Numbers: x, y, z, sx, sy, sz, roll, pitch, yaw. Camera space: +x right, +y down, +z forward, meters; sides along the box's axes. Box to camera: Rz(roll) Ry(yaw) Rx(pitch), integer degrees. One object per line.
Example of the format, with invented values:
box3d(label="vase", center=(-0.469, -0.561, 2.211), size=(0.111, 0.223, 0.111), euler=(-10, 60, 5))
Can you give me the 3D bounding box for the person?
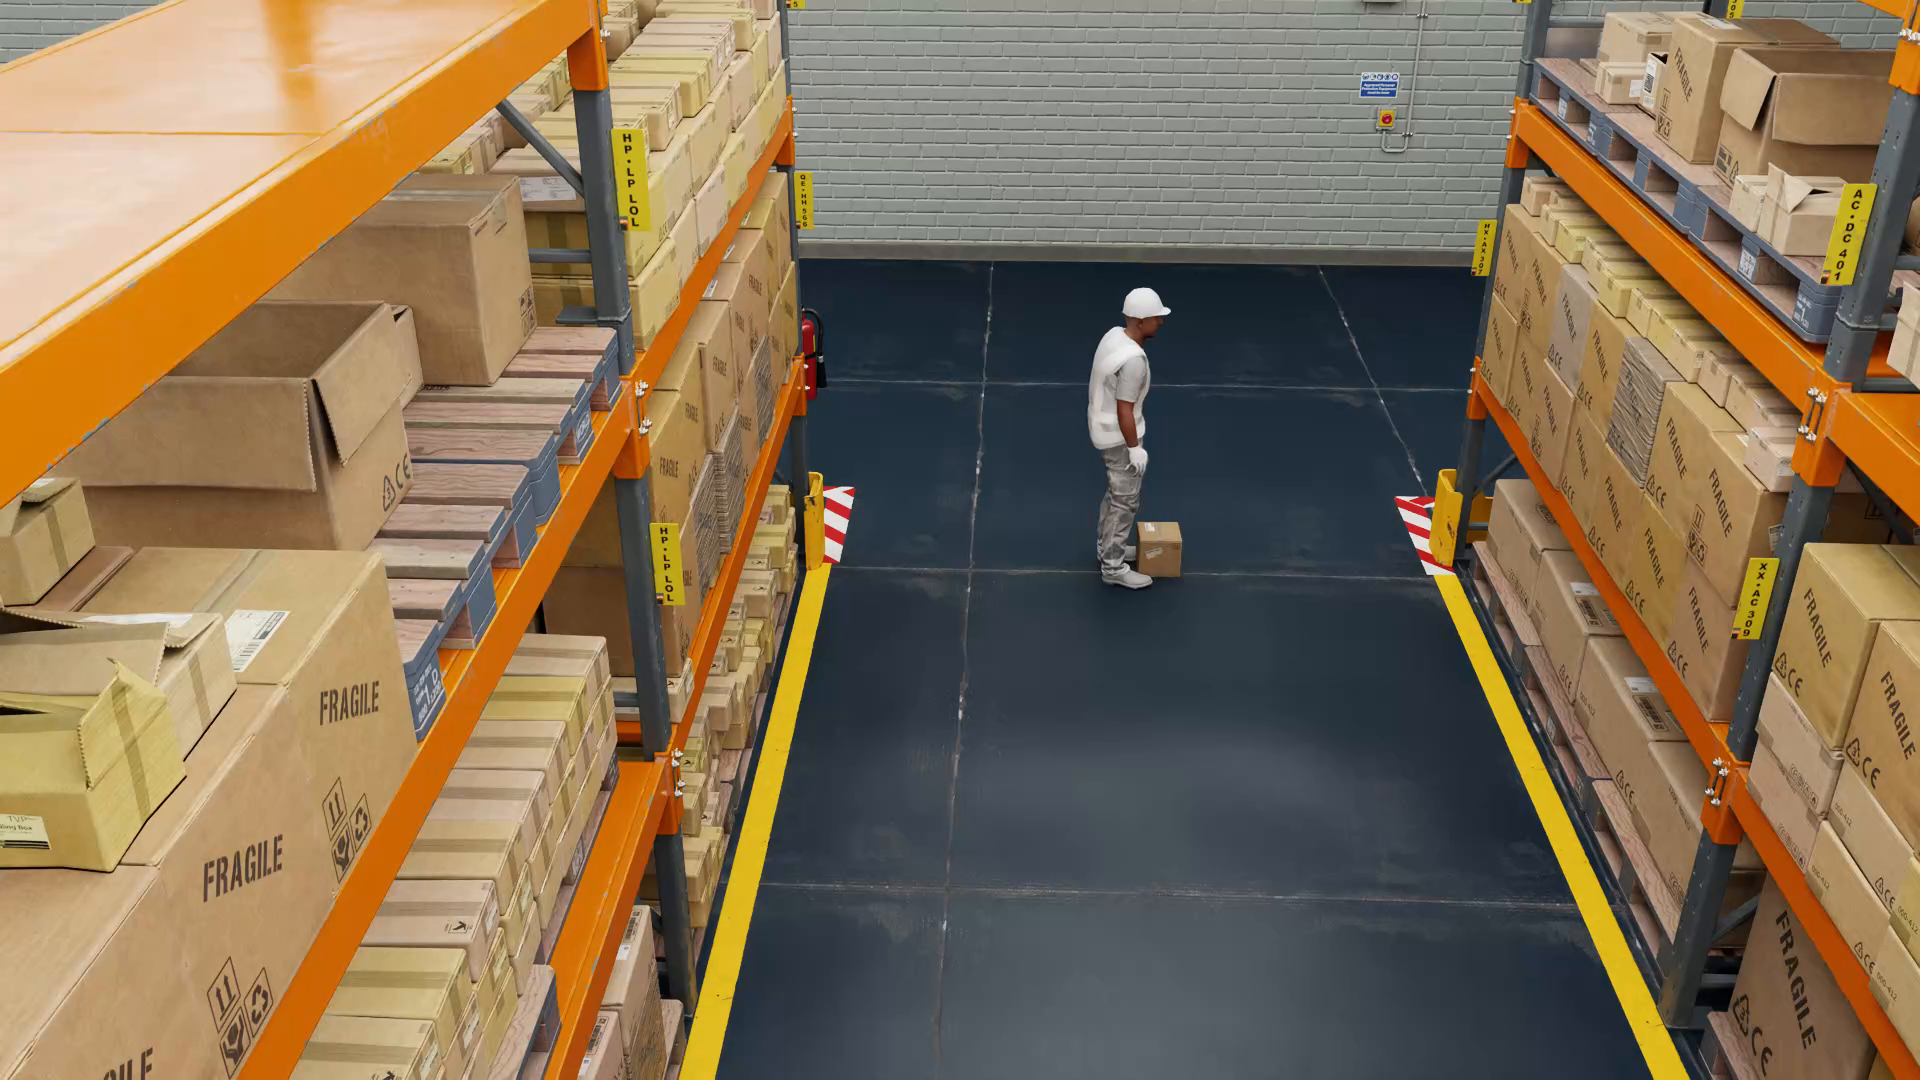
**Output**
box3d(label="person", center=(0.977, -0.621, 9.789), size=(0.443, 1.775, 0.630), euler=(0, 28, -1))
